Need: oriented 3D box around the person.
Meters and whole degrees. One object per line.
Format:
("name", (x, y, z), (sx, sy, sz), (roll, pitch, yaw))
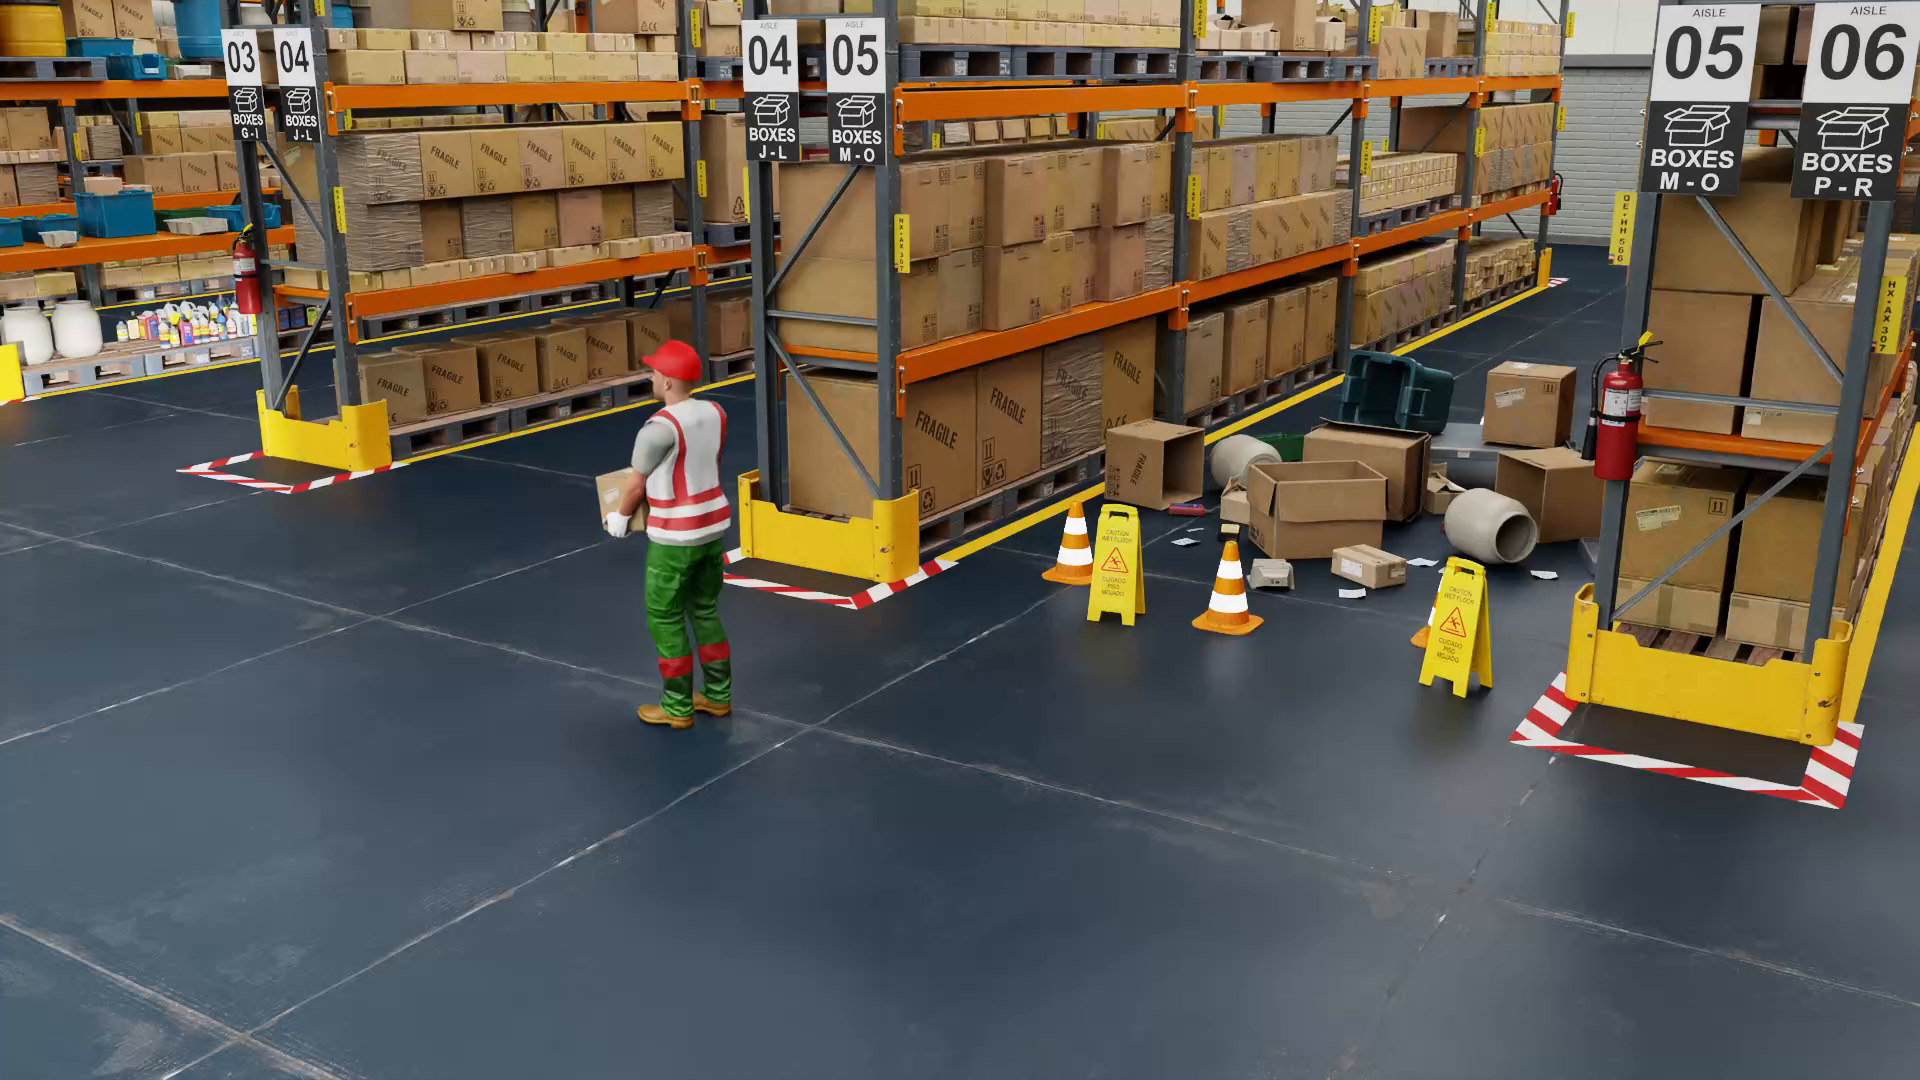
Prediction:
("person", (-1.337, -0.031, 7.595), (0.553, 1.787, 0.495), (9, 18, 30))
